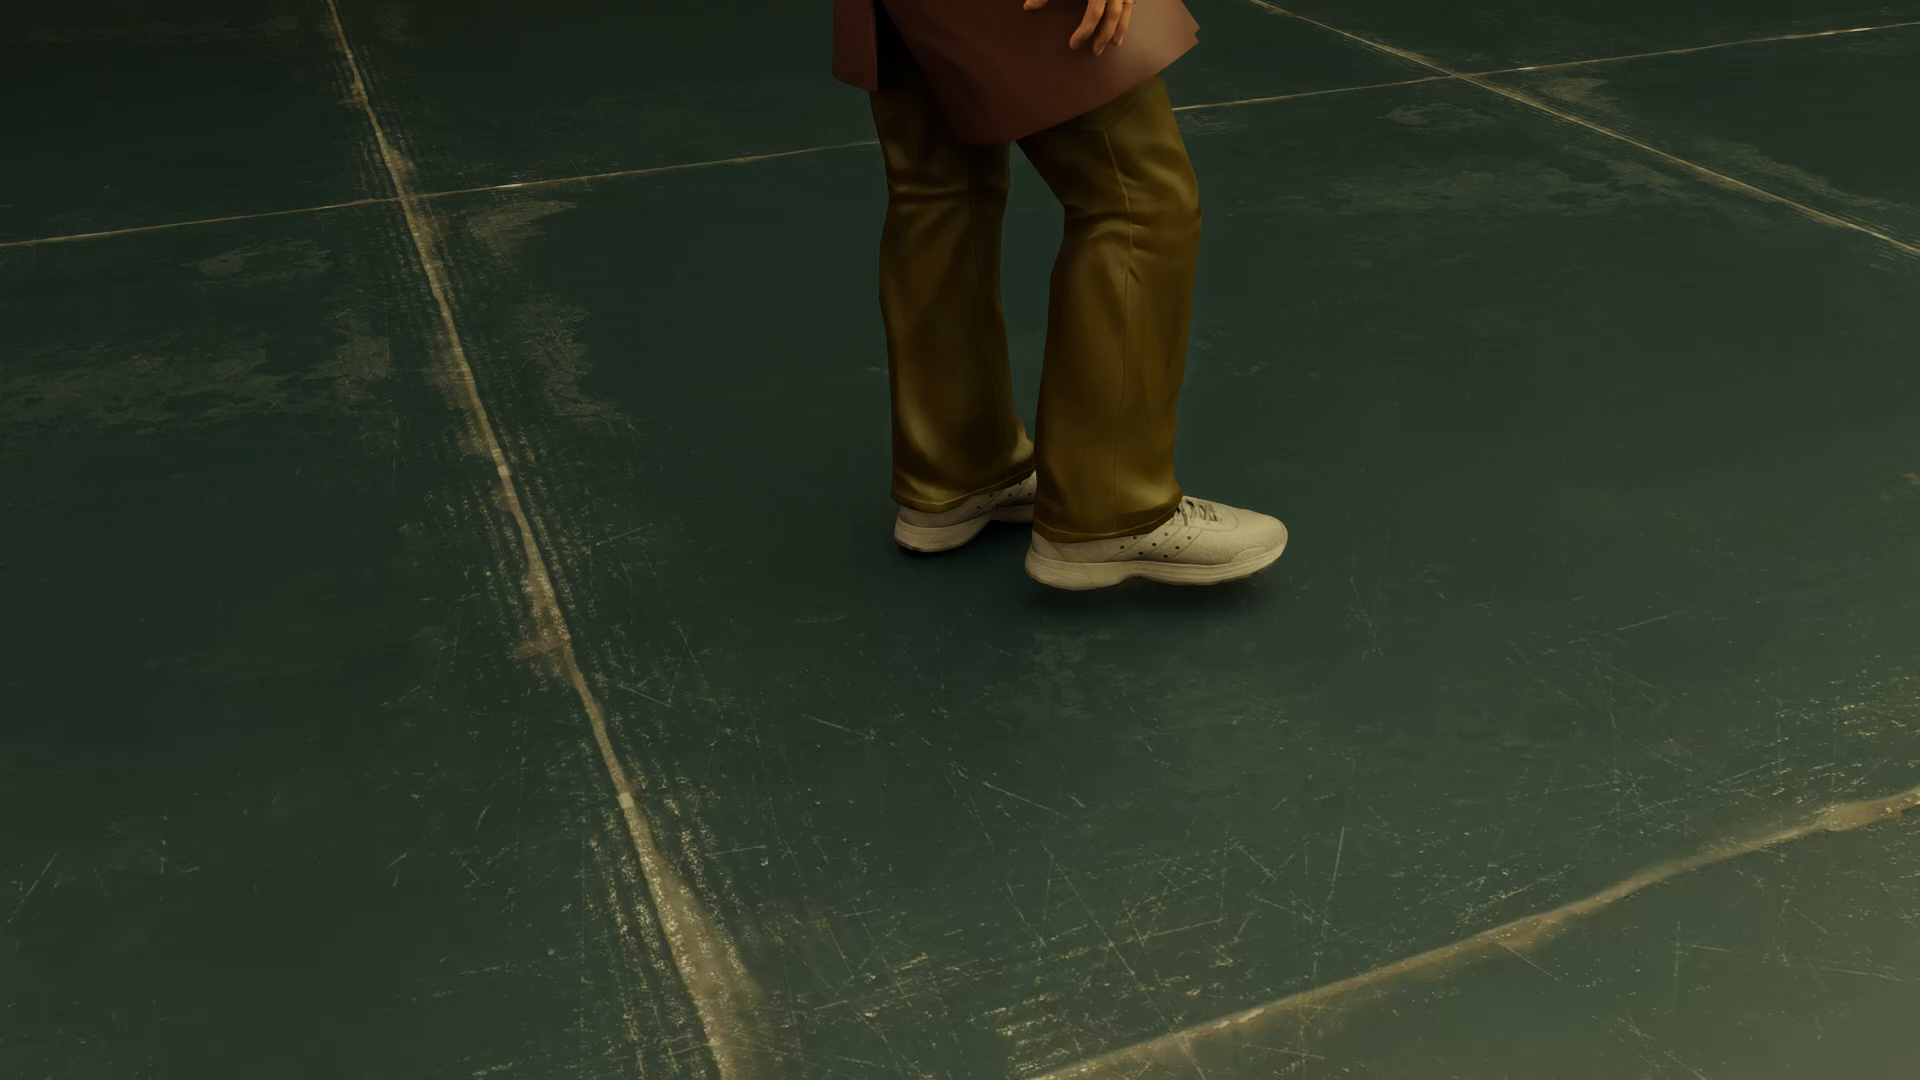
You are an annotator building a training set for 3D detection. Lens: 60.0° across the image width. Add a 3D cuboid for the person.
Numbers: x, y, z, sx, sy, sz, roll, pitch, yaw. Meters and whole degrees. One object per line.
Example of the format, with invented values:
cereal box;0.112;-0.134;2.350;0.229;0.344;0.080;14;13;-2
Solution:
person;0.086;-0.794;2.083;0.583;1.775;0.696;-11;32;-19
